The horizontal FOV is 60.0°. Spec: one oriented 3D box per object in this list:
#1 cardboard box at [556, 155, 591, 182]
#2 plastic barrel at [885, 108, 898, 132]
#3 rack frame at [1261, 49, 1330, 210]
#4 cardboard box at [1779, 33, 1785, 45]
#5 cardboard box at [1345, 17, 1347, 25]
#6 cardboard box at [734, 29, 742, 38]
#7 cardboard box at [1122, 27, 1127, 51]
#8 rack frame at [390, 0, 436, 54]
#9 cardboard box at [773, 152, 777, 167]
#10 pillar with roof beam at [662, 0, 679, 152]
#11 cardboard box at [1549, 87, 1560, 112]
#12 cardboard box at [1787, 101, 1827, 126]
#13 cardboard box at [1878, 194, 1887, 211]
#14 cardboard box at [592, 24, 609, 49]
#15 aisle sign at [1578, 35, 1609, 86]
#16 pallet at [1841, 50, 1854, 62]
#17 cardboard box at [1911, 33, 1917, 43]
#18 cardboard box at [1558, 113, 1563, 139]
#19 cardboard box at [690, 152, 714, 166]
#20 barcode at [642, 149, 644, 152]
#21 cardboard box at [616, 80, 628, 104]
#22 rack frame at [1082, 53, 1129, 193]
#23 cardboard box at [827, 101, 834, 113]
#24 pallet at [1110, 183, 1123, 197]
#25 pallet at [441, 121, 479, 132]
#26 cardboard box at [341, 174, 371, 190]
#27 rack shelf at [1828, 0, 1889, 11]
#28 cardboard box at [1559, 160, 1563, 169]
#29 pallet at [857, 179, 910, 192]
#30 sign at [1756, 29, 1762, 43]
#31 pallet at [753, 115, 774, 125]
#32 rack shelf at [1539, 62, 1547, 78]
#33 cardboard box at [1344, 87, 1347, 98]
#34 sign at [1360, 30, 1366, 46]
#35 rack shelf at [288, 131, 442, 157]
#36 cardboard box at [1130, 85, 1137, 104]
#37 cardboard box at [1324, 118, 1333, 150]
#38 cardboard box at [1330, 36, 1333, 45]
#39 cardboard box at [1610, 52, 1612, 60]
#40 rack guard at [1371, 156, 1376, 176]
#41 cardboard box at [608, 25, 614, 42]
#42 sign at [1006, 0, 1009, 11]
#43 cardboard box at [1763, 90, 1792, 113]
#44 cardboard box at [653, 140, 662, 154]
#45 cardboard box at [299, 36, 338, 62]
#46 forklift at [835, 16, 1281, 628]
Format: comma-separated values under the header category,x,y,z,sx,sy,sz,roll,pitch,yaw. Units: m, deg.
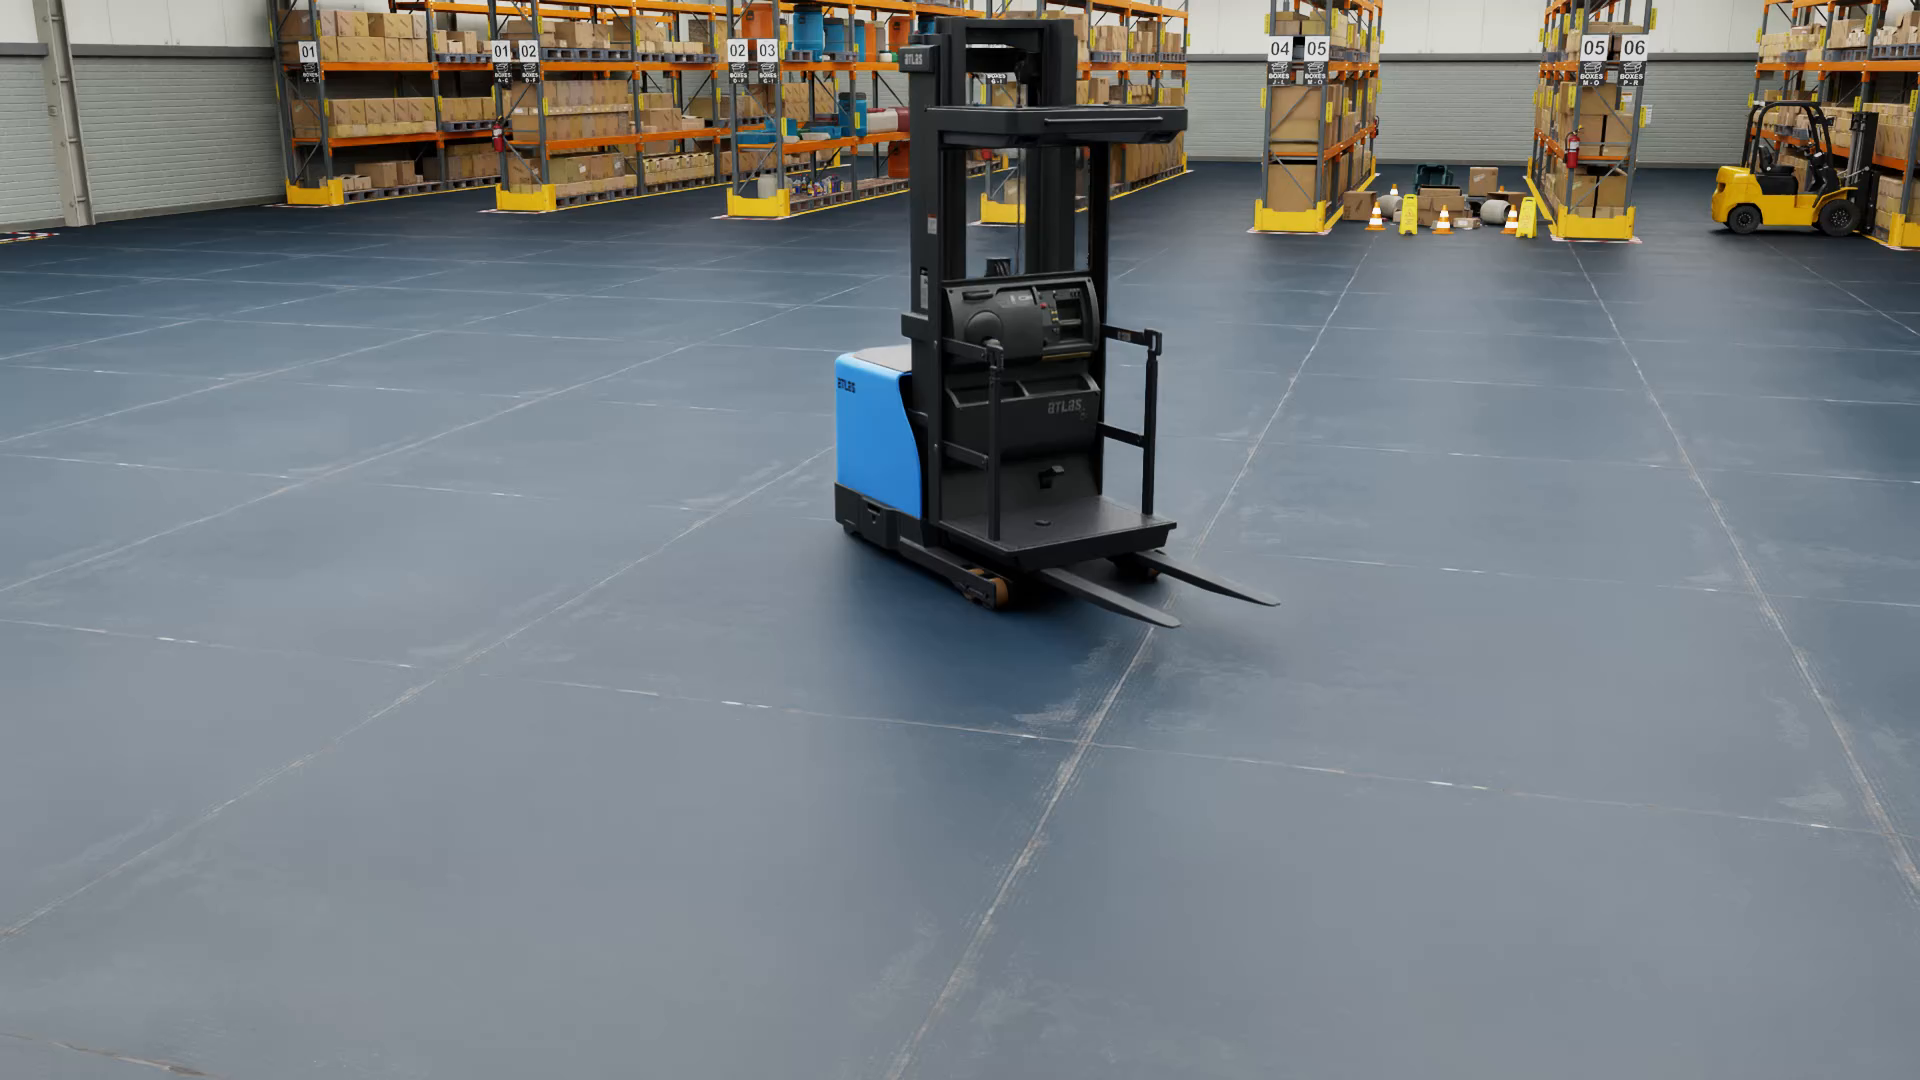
category,x,y,z,sx,sy,sz,roll,pitch,yaw
cardboard box,-7.908,-7.596,34.008,0.500,0.500,0.500,5,16,16
plastic barrel,-1.610,-9.446,37.431,0.421,0.512,0.421,0,16,0
rack frame,5.680,-6.790,28.271,1.000,3.000,0.127,5,16,16
cardboard box,18.673,-11.227,37.230,0.500,0.250,0.500,4,16,15
cardboard box,6.946,-9.606,30.748,0.380,0.149,0.250,5,16,16
cardboard box,-5.724,-12.376,41.331,0.600,0.600,0.600,4,16,14
cardboard box,3.331,-10.881,36.099,0.500,0.500,0.500,5,17,17
rack frame,-12.158,-12.286,36.654,1.000,3.000,0.127,5,16,16
cardboard box,-4.999,-9.967,43.248,0.500,0.500,0.500,5,16,16
pillar with roof beam,-4.682,-15.865,49.272,9.100,9.000,0.400,5,16,16
cardboard box,12.624,-9.210,34.788,0.500,0.500,0.500,4,16,14
cardboard box,17.903,-8.988,35.068,0.700,0.500,0.500,5,16,16
cardboard box,15.206,-5.450,26.901,0.500,0.250,0.500,4,16,15
cardboard box,-7.803,-10.666,35.230,0.500,0.500,0.500,6,17,20
aisle sign,10.159,-7.689,26.678,0.394,0.787,0.004,5,16,16
pallet,17.066,-9.016,30.970,1.003,0.211,1.213,5,17,18
cardboard box,15.159,-7.861,26.058,0.380,0.149,0.250,4,16,14
cardboard box,11.199,-7.577,30.316,0.500,0.500,0.500,5,16,16
cardboard box,-6.183,-9.056,39.502,0.500,0.311,0.500,5,17,17
barcode,-6.935,-8.522,36.393,0.001,0.075,0.075,5,16,16
cardboard box,-7.527,-9.572,35.520,0.700,0.500,0.500,5,17,16
rack frame,3.227,-9.294,37.099,1.000,3.000,0.127,5,16,16
cardboard box,-3.863,-12.066,46.689,0.500,0.500,0.500,5,17,18
pallet,3.003,-7.748,36.759,1.003,0.211,1.213,5,16,16
pallet,-11.801,-9.496,38.164,1.003,0.211,1.213,5,16,16
cardboard box,-12.849,-7.595,35.229,0.500,0.311,0.500,6,17,20
rack shelf,16.920,-9.966,30.526,1.077,0.370,4.000,5,16,16
cardboard box,10.854,-6.664,29.534,0.380,0.149,0.250,6,17,19
pallet,-1.780,-8.137,38.130,1.003,0.211,1.213,5,16,16
sign,19.241,-12.140,40.035,0.100,0.325,0.005,5,16,16
pallet,-5.465,-10.817,42.819,1.003,0.211,1.213,5,16,16
rack shelf,14.433,-11.192,39.613,1.077,0.370,4.000,5,16,16
cardboard box,7.674,-9.163,34.622,0.700,0.500,0.500,4,16,15
sign,8.483,-10.568,35.000,0.100,0.325,0.005,5,16,16
rack shelf,-12.726,-8.530,35.726,1.077,0.370,4.000,5,16,16
cardboard box,3.638,-10.185,38.219,0.797,0.503,0.637,5,17,17
cardboard box,6.157,-7.245,29.600,0.875,0.550,0.550,5,16,16
cardboard box,6.085,-8.427,28.053,0.380,0.149,0.250,5,17,16
cardboard box,11.004,-8.025,27.590,0.380,0.149,0.250,5,16,16
rack guard,10.205,-9.753,43.300,1.175,0.500,0.348,5,16,16
cardboard box,-9.413,-13.639,44.870,0.500,0.500,0.500,4,16,15
sign,1.283,-14.464,44.922,0.100,0.325,0.005,5,16,16
cardboard box,18.948,-10.176,38.564,0.500,0.500,0.500,5,17,17
cardboard box,-8.993,-11.217,47.690,0.700,0.500,0.500,5,16,16
cardboard box,-12.960,-9.922,33.597,0.500,0.500,0.500,5,17,17
forklift,0.454,-1.196,8.675,1.130,2.935,3.031,-10,18,-30
